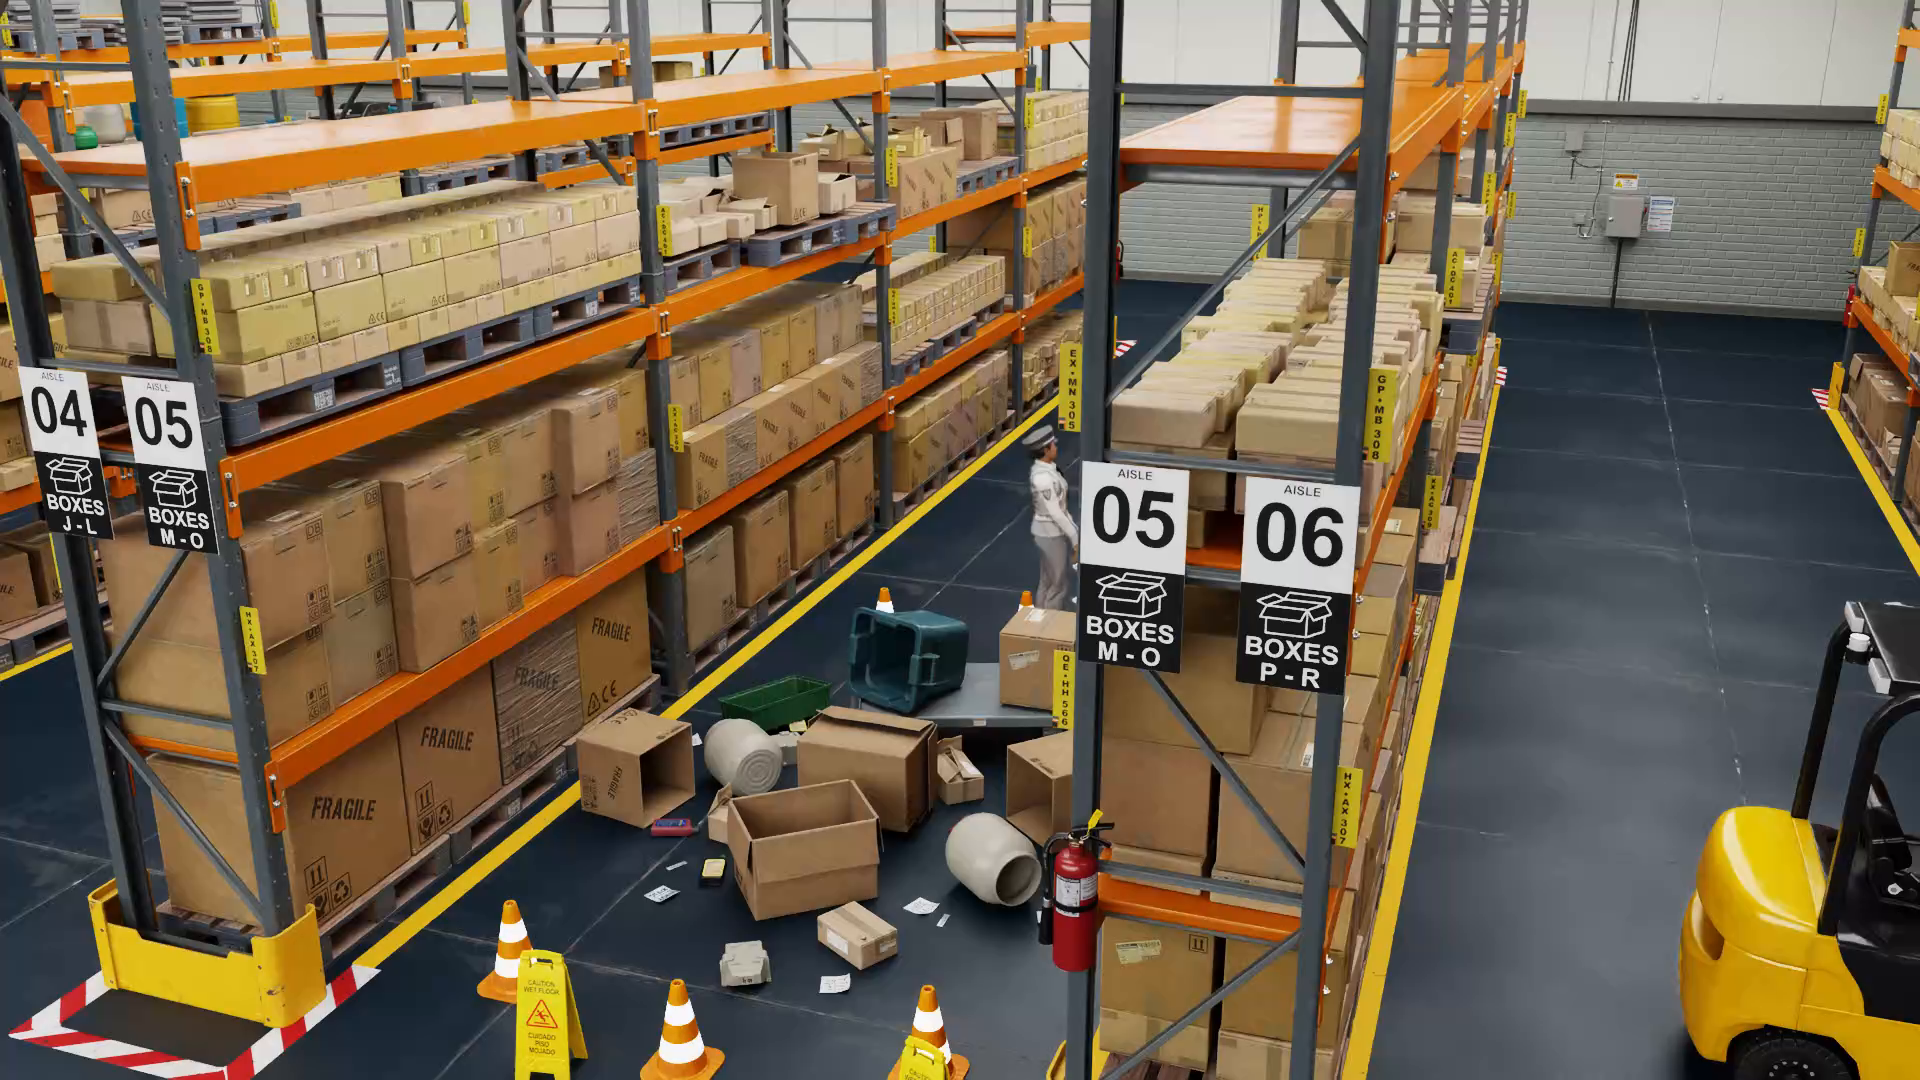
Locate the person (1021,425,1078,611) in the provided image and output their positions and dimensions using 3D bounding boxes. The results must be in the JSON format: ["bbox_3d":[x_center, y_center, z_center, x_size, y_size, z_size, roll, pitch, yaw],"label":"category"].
[{"bbox_3d":[0.699,-0.028,12.581,0.491,1.699,0.532,1,19,2],"label":"person"}]
